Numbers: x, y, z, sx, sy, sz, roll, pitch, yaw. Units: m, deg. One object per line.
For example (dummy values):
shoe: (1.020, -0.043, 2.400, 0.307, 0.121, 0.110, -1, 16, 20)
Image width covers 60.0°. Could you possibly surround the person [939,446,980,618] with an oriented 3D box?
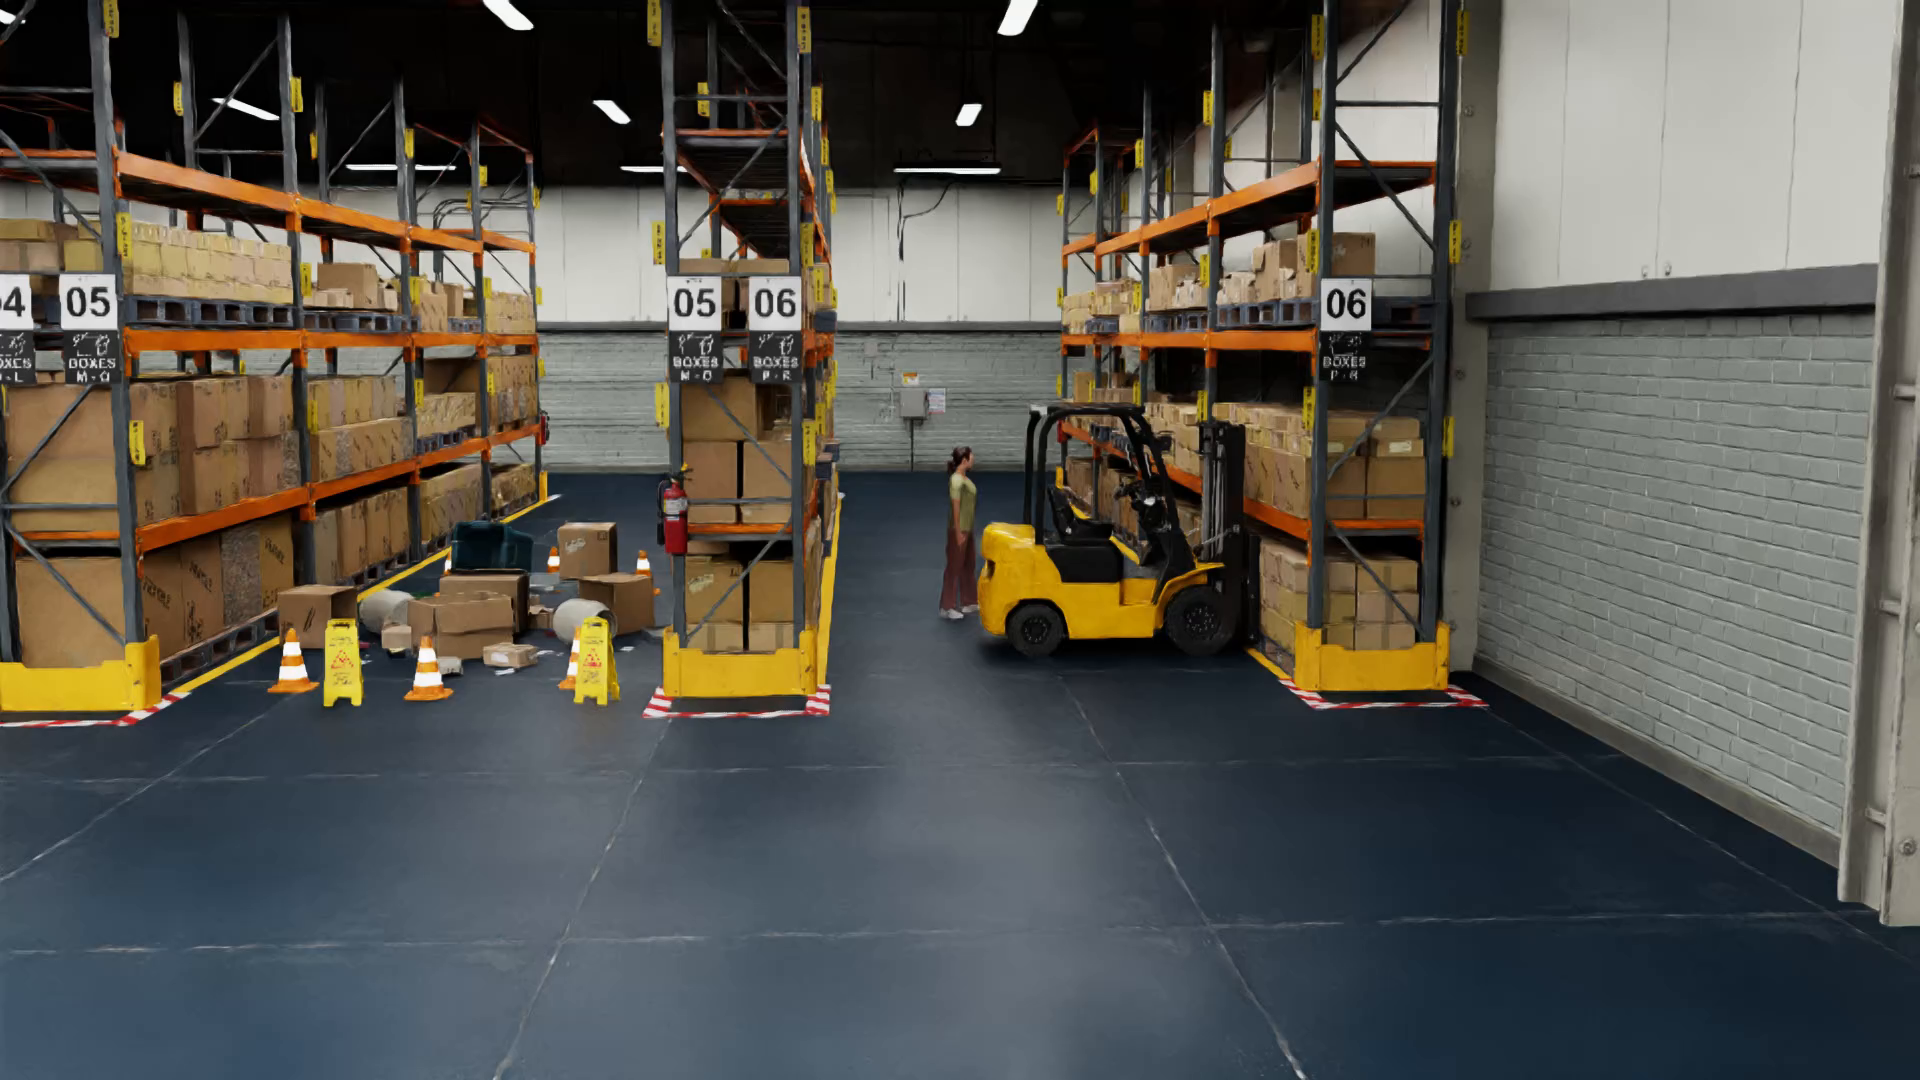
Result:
person: (0.056, -0.087, 16.300, 0.493, 1.665, 0.546, 1, 7, 9)
